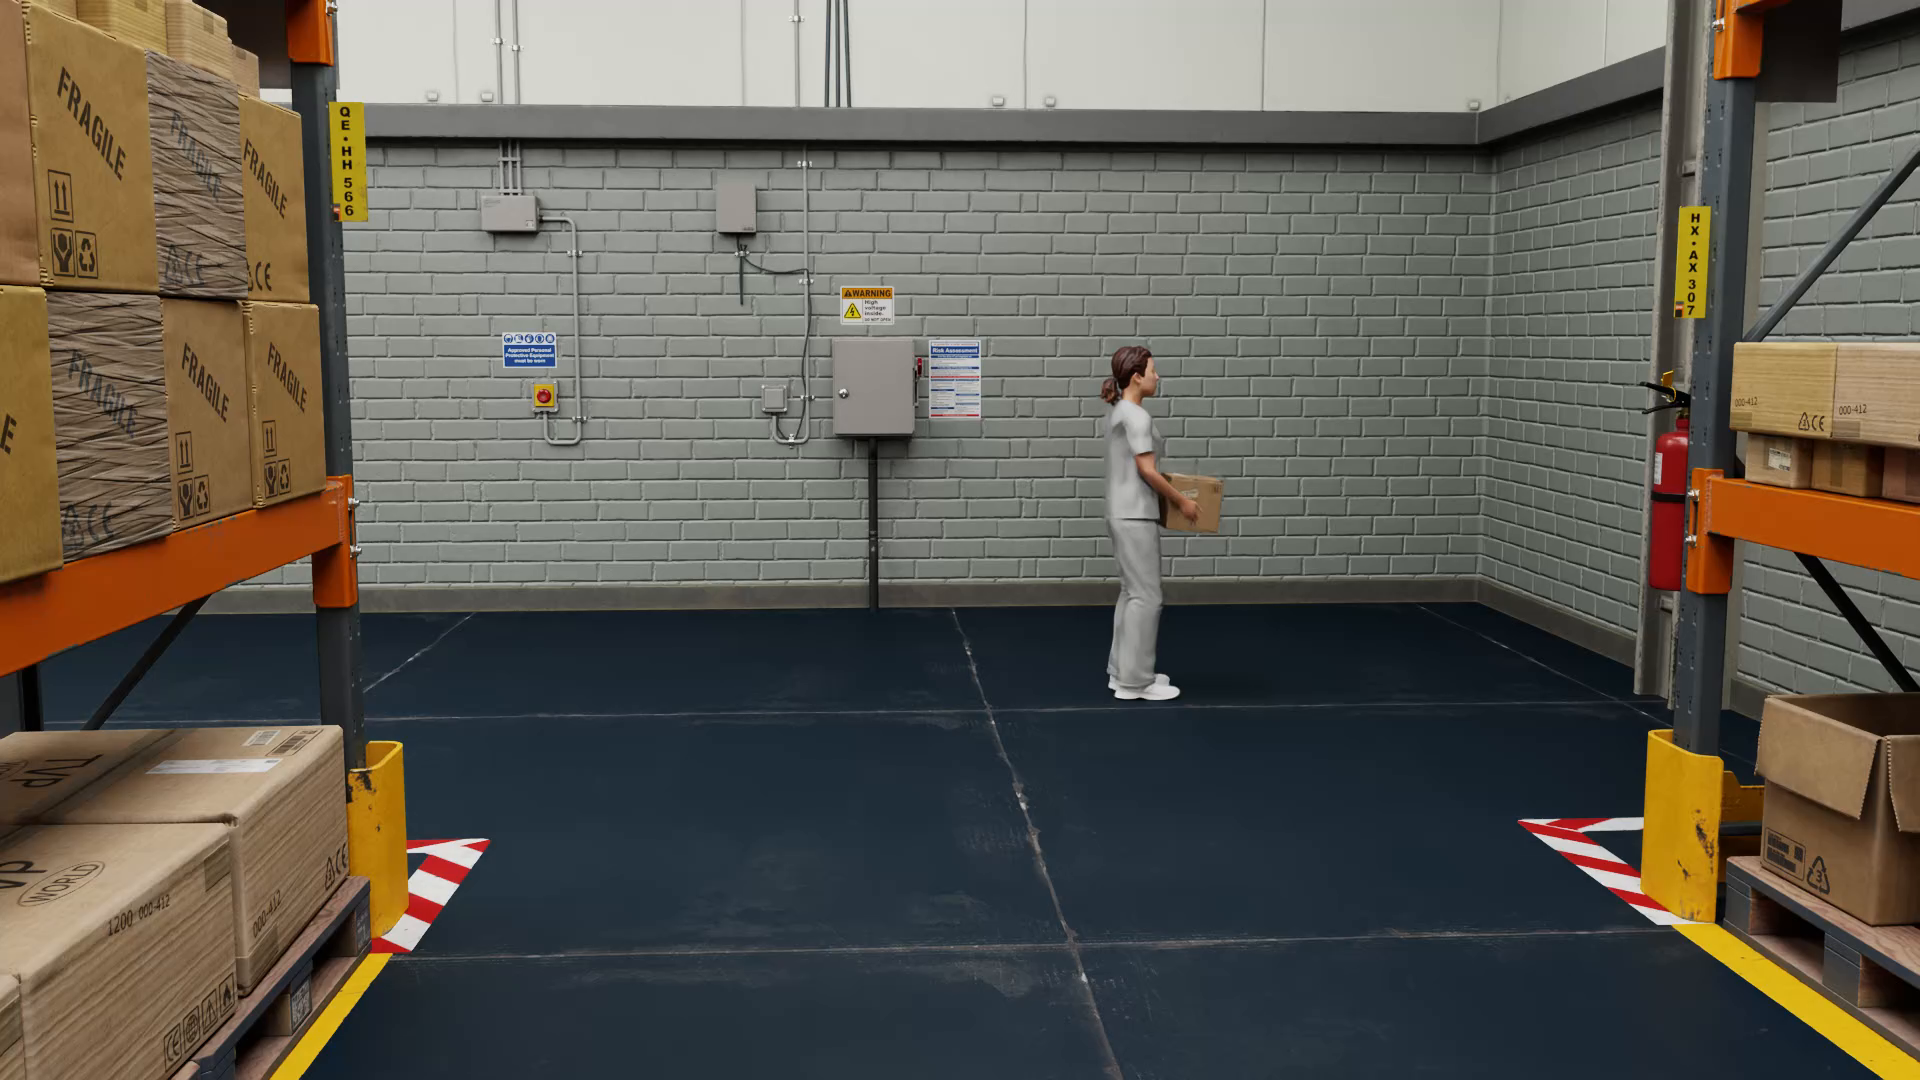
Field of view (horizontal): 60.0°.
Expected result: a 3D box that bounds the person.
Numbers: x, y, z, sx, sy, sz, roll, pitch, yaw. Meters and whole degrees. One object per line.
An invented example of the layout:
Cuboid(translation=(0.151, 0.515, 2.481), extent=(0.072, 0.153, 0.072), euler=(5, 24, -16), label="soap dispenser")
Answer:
Cuboid(translation=(0.898, -0.089, 7.976), extent=(0.490, 1.675, 0.463), euler=(-1, 7, -4), label="person")
